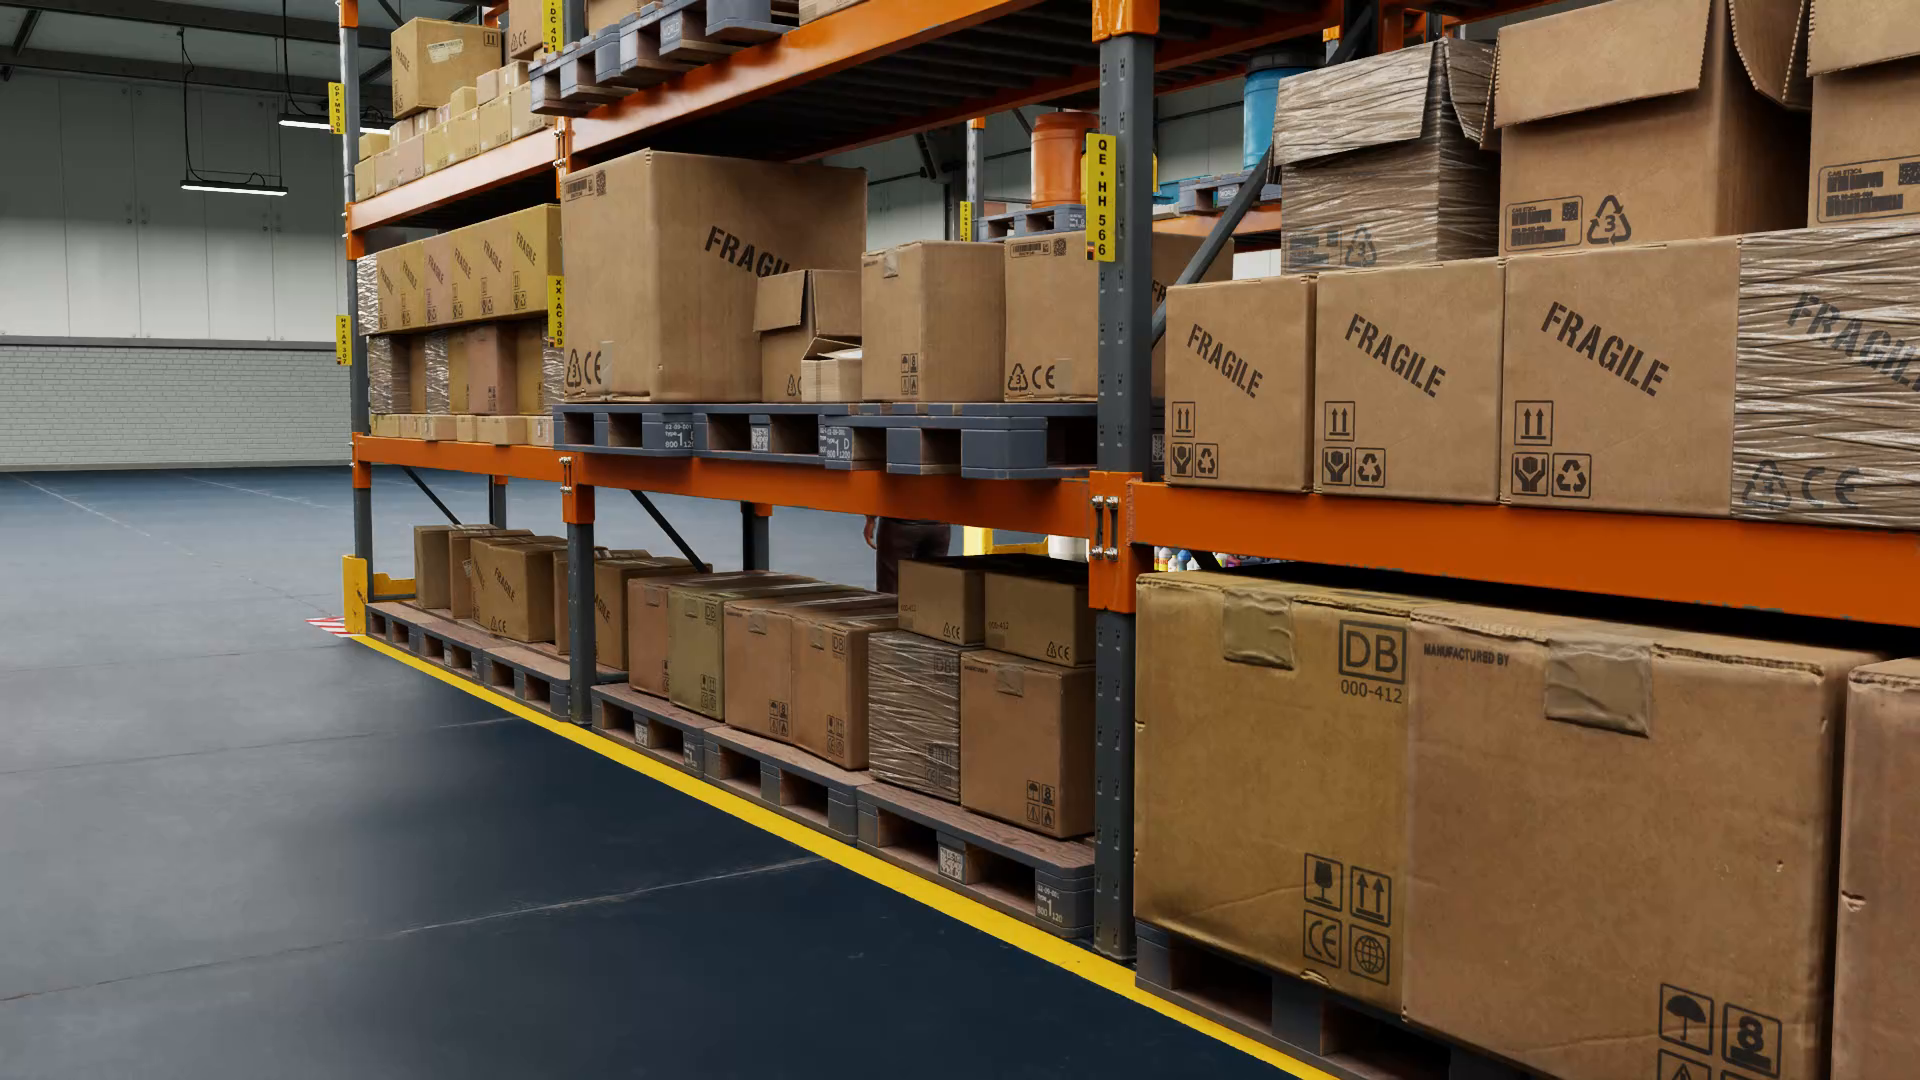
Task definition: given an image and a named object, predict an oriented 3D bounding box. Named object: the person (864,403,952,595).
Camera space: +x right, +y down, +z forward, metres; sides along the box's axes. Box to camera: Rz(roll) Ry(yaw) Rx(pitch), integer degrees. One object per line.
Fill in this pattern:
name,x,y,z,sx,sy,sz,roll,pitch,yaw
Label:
person,-0.254,-0.090,9.077,0.584,1.721,0.412,-3,6,-34
